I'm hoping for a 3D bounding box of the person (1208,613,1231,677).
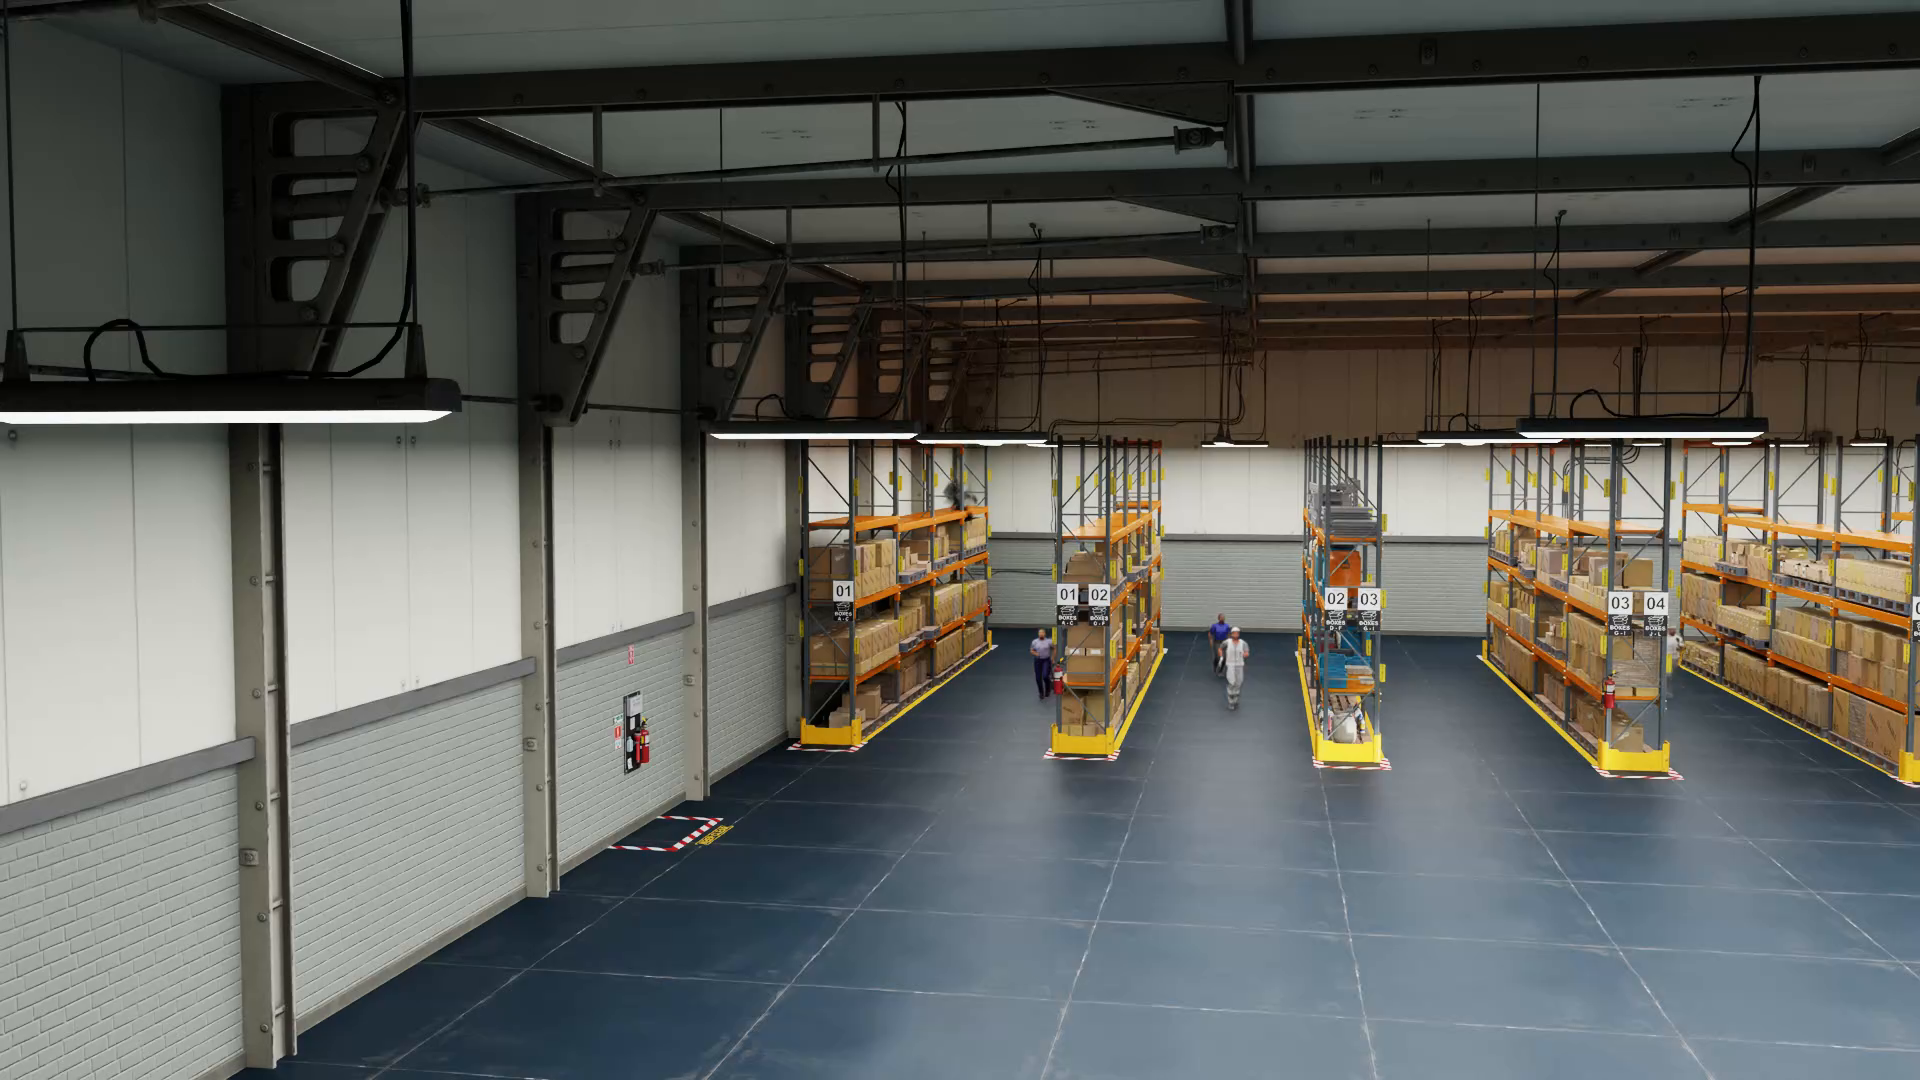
[{"bbox_3d":[6.570,2.656,41.920,0.558,1.608,0.586,0,3,-1],"label":"person"}]

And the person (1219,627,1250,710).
[{"bbox_3d":[6.076,2.840,36.799,0.645,1.841,0.767,0,3,-3],"label":"person"}]

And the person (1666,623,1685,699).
[{"bbox_3d":[16.498,2.785,38.596,0.565,1.746,0.744,0,3,0],"label":"person"}]

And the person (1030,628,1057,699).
[{"bbox_3d":[1.895,2.847,38.171,0.582,1.620,0.652,1,3,14],"label":"person"}]
